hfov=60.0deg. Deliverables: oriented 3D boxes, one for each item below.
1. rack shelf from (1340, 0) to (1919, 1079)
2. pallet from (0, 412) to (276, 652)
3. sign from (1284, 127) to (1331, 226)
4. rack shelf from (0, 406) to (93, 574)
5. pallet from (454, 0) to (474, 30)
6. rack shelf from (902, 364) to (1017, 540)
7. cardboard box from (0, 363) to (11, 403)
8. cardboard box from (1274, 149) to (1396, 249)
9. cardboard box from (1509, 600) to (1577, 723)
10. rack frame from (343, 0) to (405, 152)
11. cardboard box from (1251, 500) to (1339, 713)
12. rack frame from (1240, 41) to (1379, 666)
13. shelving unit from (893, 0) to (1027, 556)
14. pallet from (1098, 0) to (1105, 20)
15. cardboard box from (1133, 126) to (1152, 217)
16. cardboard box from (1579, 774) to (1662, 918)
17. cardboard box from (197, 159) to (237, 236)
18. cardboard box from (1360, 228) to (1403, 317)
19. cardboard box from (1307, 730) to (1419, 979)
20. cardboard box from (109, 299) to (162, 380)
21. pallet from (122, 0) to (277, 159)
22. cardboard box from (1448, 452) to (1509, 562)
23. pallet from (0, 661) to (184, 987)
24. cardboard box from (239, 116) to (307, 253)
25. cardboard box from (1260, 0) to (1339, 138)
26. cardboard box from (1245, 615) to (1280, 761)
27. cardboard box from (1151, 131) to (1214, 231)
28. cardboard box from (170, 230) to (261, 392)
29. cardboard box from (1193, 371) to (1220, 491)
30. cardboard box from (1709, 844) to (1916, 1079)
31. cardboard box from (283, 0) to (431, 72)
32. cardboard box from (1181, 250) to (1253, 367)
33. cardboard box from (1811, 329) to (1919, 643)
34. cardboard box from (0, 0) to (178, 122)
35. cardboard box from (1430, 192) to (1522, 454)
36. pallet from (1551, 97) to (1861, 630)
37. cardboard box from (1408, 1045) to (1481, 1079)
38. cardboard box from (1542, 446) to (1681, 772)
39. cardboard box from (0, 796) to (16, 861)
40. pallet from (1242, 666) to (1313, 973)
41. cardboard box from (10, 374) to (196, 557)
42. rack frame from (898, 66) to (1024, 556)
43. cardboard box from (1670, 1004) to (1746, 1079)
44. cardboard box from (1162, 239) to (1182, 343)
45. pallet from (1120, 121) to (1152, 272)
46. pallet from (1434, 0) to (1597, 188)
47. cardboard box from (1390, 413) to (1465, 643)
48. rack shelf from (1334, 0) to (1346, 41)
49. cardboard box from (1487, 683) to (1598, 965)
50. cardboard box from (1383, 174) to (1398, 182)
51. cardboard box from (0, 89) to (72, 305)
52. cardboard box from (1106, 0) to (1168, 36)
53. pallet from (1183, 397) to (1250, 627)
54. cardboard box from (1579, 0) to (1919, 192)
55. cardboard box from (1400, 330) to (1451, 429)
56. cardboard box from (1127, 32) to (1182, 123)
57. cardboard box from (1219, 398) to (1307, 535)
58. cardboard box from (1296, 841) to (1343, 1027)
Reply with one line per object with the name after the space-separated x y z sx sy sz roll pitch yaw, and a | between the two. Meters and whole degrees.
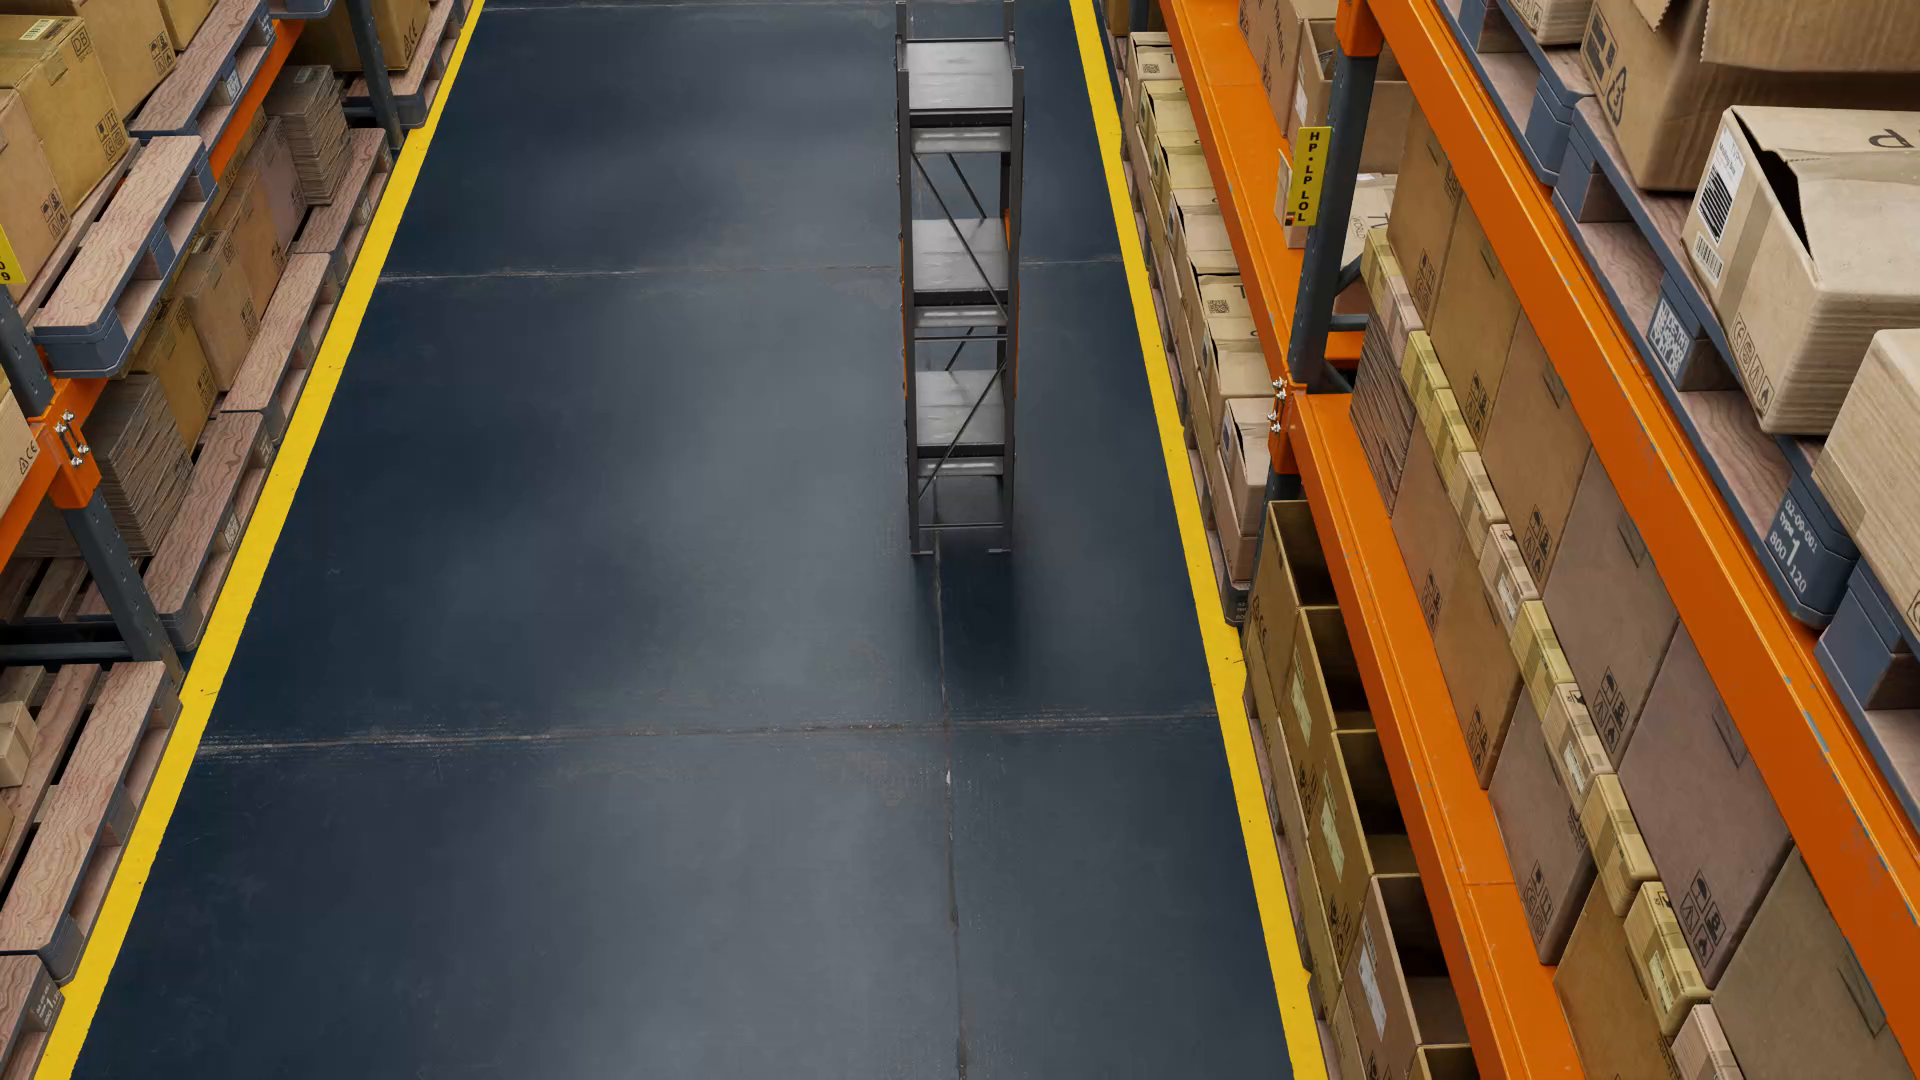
1.653 -0.182 3.041 1.077 0.370 4.000 -2 43 -2 | rack shelf
-3.416 -0.045 6.643 1.003 0.211 1.213 -2 43 -2 | pallet
1.026 -1.067 4.896 0.100 0.325 0.005 -2 43 -2 | sign
-3.296 1.068 3.897 1.077 0.370 4.000 -2 43 -2 | rack shelf
-3.558 -3.576 10.495 1.003 0.211 1.213 -2 43 -2 | pallet
-0.007 -0.360 6.645 0.431 0.518 0.480 -2 43 -2 | rack shelf
-3.052 -0.465 4.579 0.500 0.500 0.500 -2 43 -2 | cardboard box
1.347 -1.231 5.972 0.396 0.266 0.258 -3 43 -3 | cardboard box
1.455 0.265 3.687 0.380 0.149 0.250 -2 43 -2 | cardboard box
-3.551 -3.248 8.073 1.000 3.000 0.127 -2 43 -2 | rack frame
1.275 0.212 5.467 0.500 0.500 0.500 -2 43 -2 | cardboard box
1.568 -0.692 5.285 1.000 3.000 0.127 -2 43 -2 | rack frame
-0.007 -0.886 6.162 0.431 2.100 0.503 -2 43 -2 | shelving unit
1.355 -3.691 10.621 1.003 0.211 1.213 -2 43 -2 | pallet
1.149 -1.832 8.253 0.500 0.250 0.500 -3 43 -3 | cardboard box
1.475 0.606 3.315 0.380 0.149 0.250 -1 43 -1 | cardboard box
-3.480 -1.547 7.187 0.500 0.250 0.500 -2 43 -2 | cardboard box
1.386 -0.781 4.828 0.380 0.149 0.250 -2 43 -2 | cardboard box
1.317 0.888 4.731 0.500 0.500 0.500 -2 43 -2 | cardboard box
-3.451 -0.858 6.436 0.500 0.250 0.500 -2 43 -3 | cardboard box
-3.426 -1.842 6.681 1.003 0.211 1.213 -2 43 -2 | pallet
1.430 -0.091 4.076 0.380 0.149 0.250 -3 43 -3 | cardboard box
-3.317 0.933 5.576 1.003 0.211 1.213 -2 43 -2 | pallet
-3.563 -1.653 7.857 0.700 0.500 0.500 -2 43 -2 | cardboard box
1.508 -1.941 6.574 0.500 0.500 0.500 -2 43 -2 | cardboard box
1.285 0.489 5.721 0.500 0.250 0.500 -2 43 -2 | cardboard box
1.177 -1.679 7.671 0.500 0.311 0.500 -3 43 -3 | cardboard box
-3.482 -0.977 7.121 0.700 0.500 0.500 -1 43 -1 | cardboard box
1.241 -0.446 6.741 0.500 0.250 0.500 -2 43 -2 | cardboard box
1.701 0.787 2.637 0.700 0.500 0.500 -3 43 -3 | cardboard box
-3.451 -3.110 9.203 0.750 0.750 0.750 -2 43 -2 | cardboard box
1.217 -0.993 6.923 0.500 0.311 0.500 -2 43 -2 | cardboard box
1.425 -0.018 2.027 0.500 0.250 0.500 -2 43 -2 | cardboard box
-3.444 -1.912 6.216 0.700 0.500 0.500 4 43 4 | cardboard box
1.616 -0.567 4.114 0.700 0.500 0.500 -2 43 -2 | cardboard box
1.679 -0.368 2.778 1.003 0.211 1.213 -2 43 -2 | pallet
1.361 1.563 3.994 0.500 0.500 0.500 -2 43 -2 | cardboard box
1.657 0.109 3.377 0.700 0.500 0.500 -2 43 -2 | cardboard box
-3.297 0.912 5.060 0.500 0.500 0.500 -5 43 -5 | cardboard box
1.560 0.874 5.640 1.003 0.211 1.213 -2 43 -2 | pallet
-3.429 -0.284 6.365 0.700 0.500 0.500 0 43 0 | cardboard box
0.003 -0.721 5.983 0.400 2.100 0.015 -2 43 -2 | rack frame
1.499 0.961 2.928 0.380 0.149 0.250 -1 43 -1 | cardboard box
1.199 -1.135 7.493 0.500 0.250 0.500 -1 43 -1 | cardboard box
1.394 -1.807 8.566 1.003 0.211 1.213 -2 43 -2 | pallet
1.630 -1.190 3.674 1.003 0.211 1.213 -2 43 -2 | pallet
1.622 -0.074 4.536 0.700 0.500 0.500 -2 43 -2 | cardboard box
1.483 -2.883 5.987 1.077 0.370 4.000 -2 43 -2 | rack shelf
1.662 0.611 3.789 0.700 0.500 0.500 0 43 -1 | cardboard box
1.734 -1.203 6.029 0.380 0.149 0.250 -2 43 -2 | cardboard box
-3.369 -1.091 5.321 0.700 0.500 0.500 -2 43 -2 | cardboard box
1.124 -3.258 9.608 0.500 0.500 0.500 0 43 0 | cardboard box
1.498 -0.160 6.769 1.003 0.211 1.213 -2 43 -2 | pallet
1.512 -0.927 2.830 0.797 0.503 0.637 3 43 3 | cardboard box
1.409 -0.437 4.453 0.380 0.149 0.250 -3 43 -3 | cardboard box
1.127 -2.378 8.434 0.500 0.311 0.500 0 43 0 | cardboard box
1.264 -0.305 6.172 0.500 0.311 0.500 -2 43 -2 | cardboard box
1.317 1.164 4.984 0.500 0.250 0.500 -2 43 -2 | cardboard box
